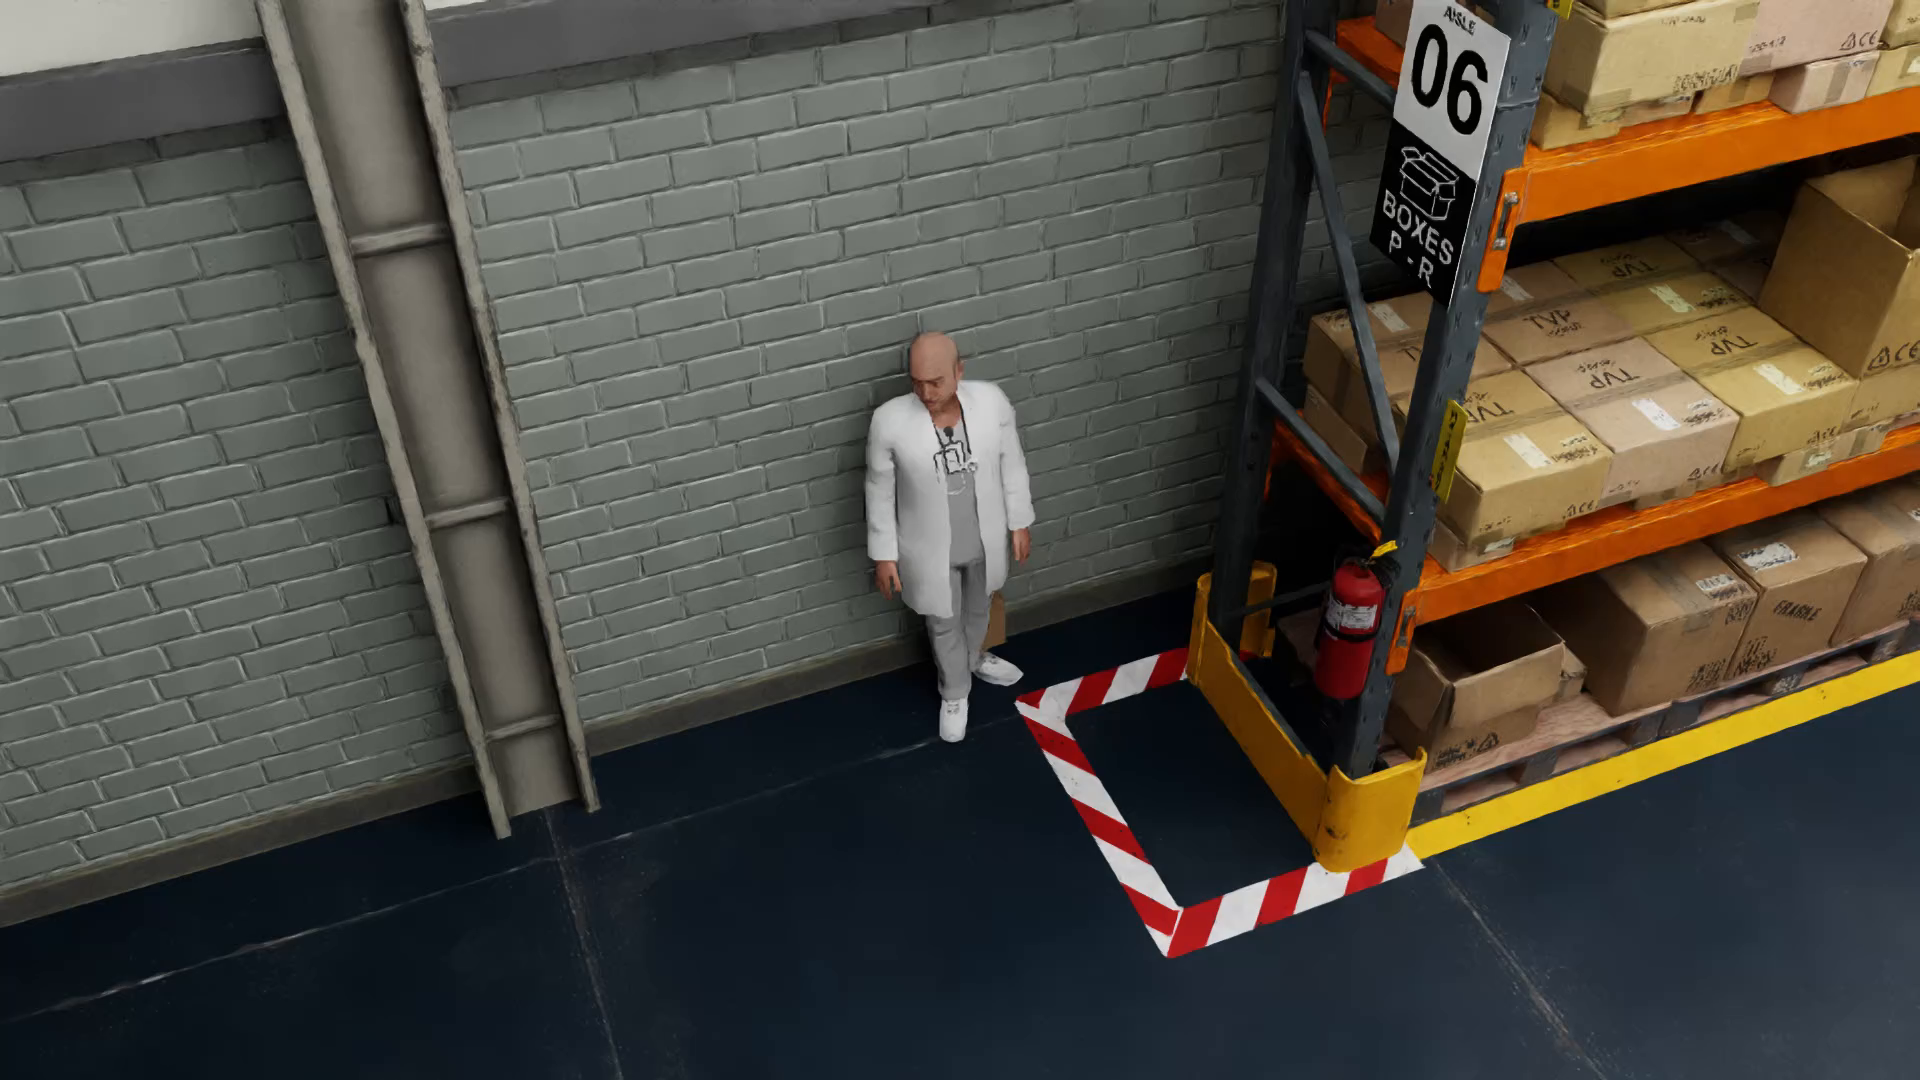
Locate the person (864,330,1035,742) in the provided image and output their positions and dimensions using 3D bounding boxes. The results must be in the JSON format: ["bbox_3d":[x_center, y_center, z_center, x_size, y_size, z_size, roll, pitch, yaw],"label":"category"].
[{"bbox_3d":[-0.038,-0.014,6.176,0.644,1.774,0.487,-16,44,-18],"label":"person"}]
